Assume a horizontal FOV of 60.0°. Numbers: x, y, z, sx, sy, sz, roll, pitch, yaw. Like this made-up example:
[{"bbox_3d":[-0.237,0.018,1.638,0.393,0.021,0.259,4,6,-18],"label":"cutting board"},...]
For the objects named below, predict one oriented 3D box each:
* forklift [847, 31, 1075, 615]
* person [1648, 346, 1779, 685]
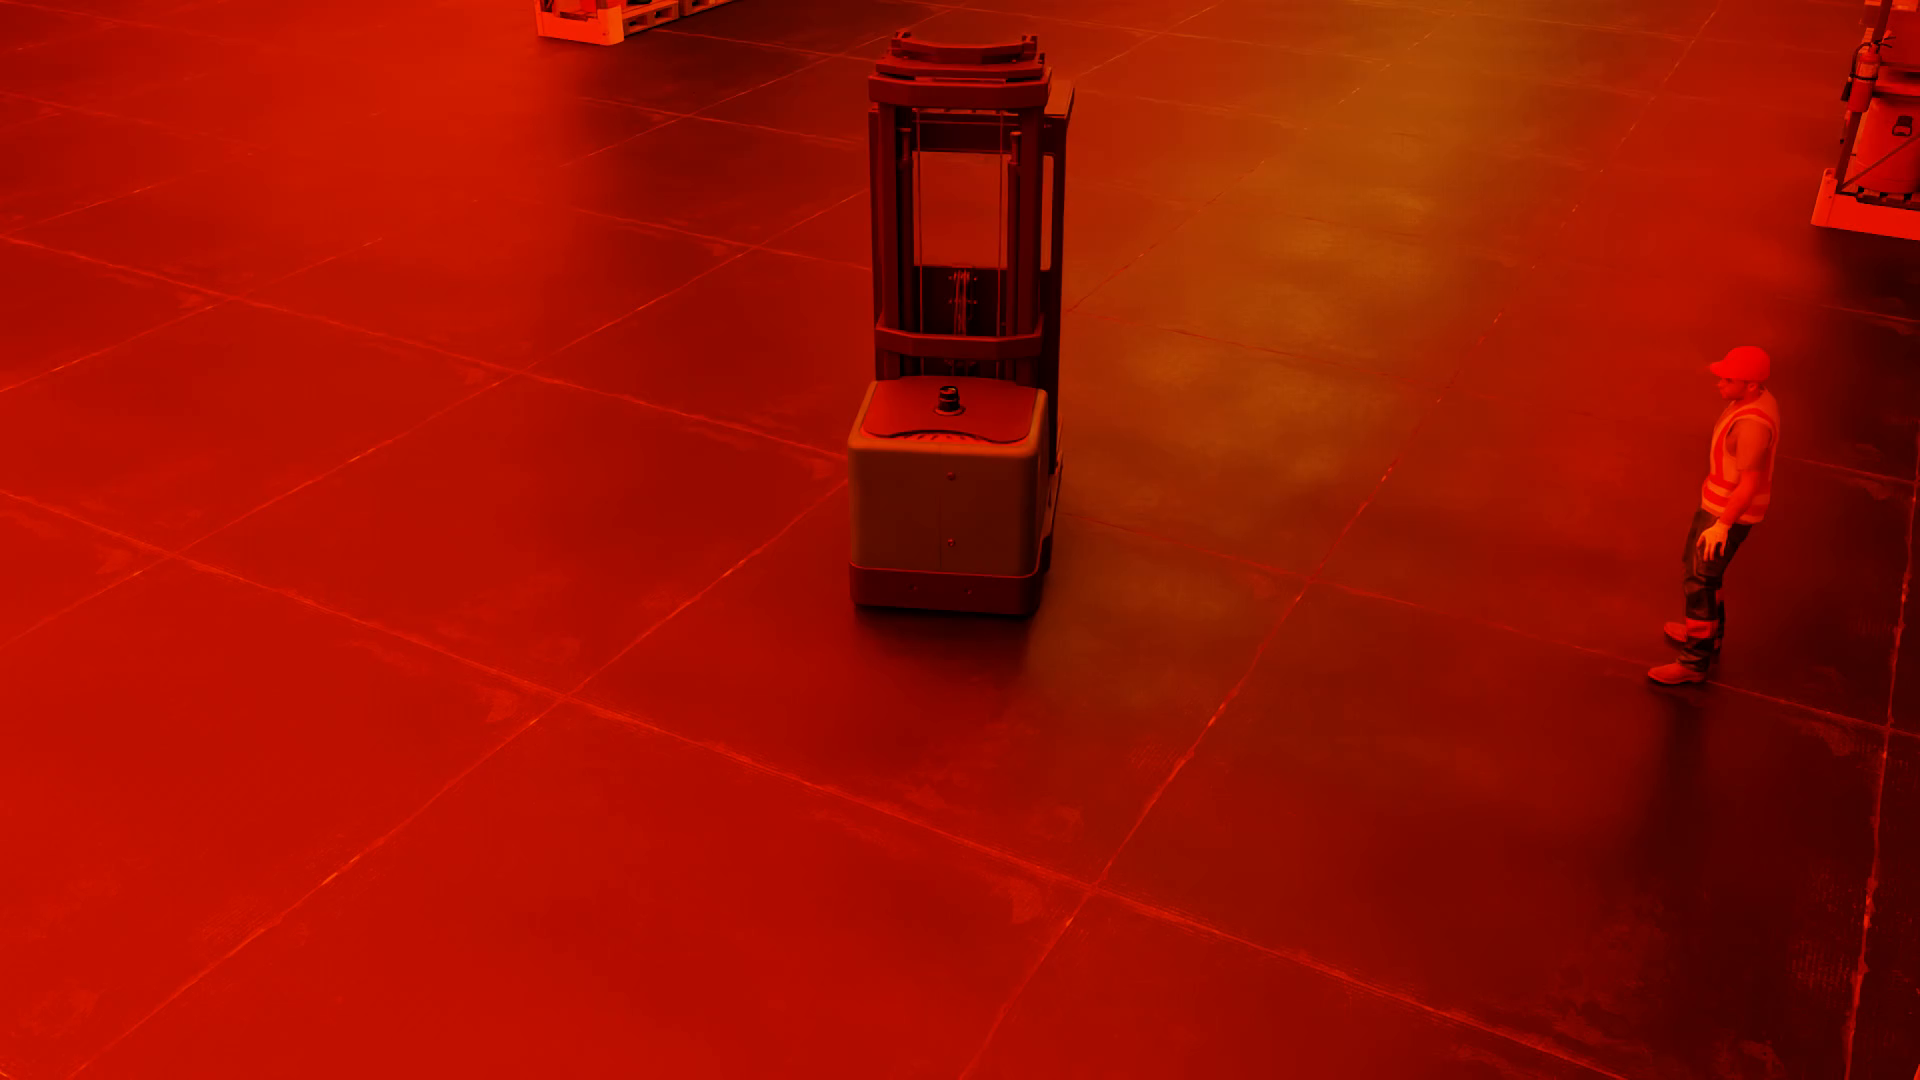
[{"bbox_3d":[0.072,-1.572,9.794,1.130,2.935,3.031,3,30,6],"label":"forklift"},{"bbox_3d":[3.907,-0.171,8.545,0.420,1.755,0.818,11,32,18],"label":"person"}]
